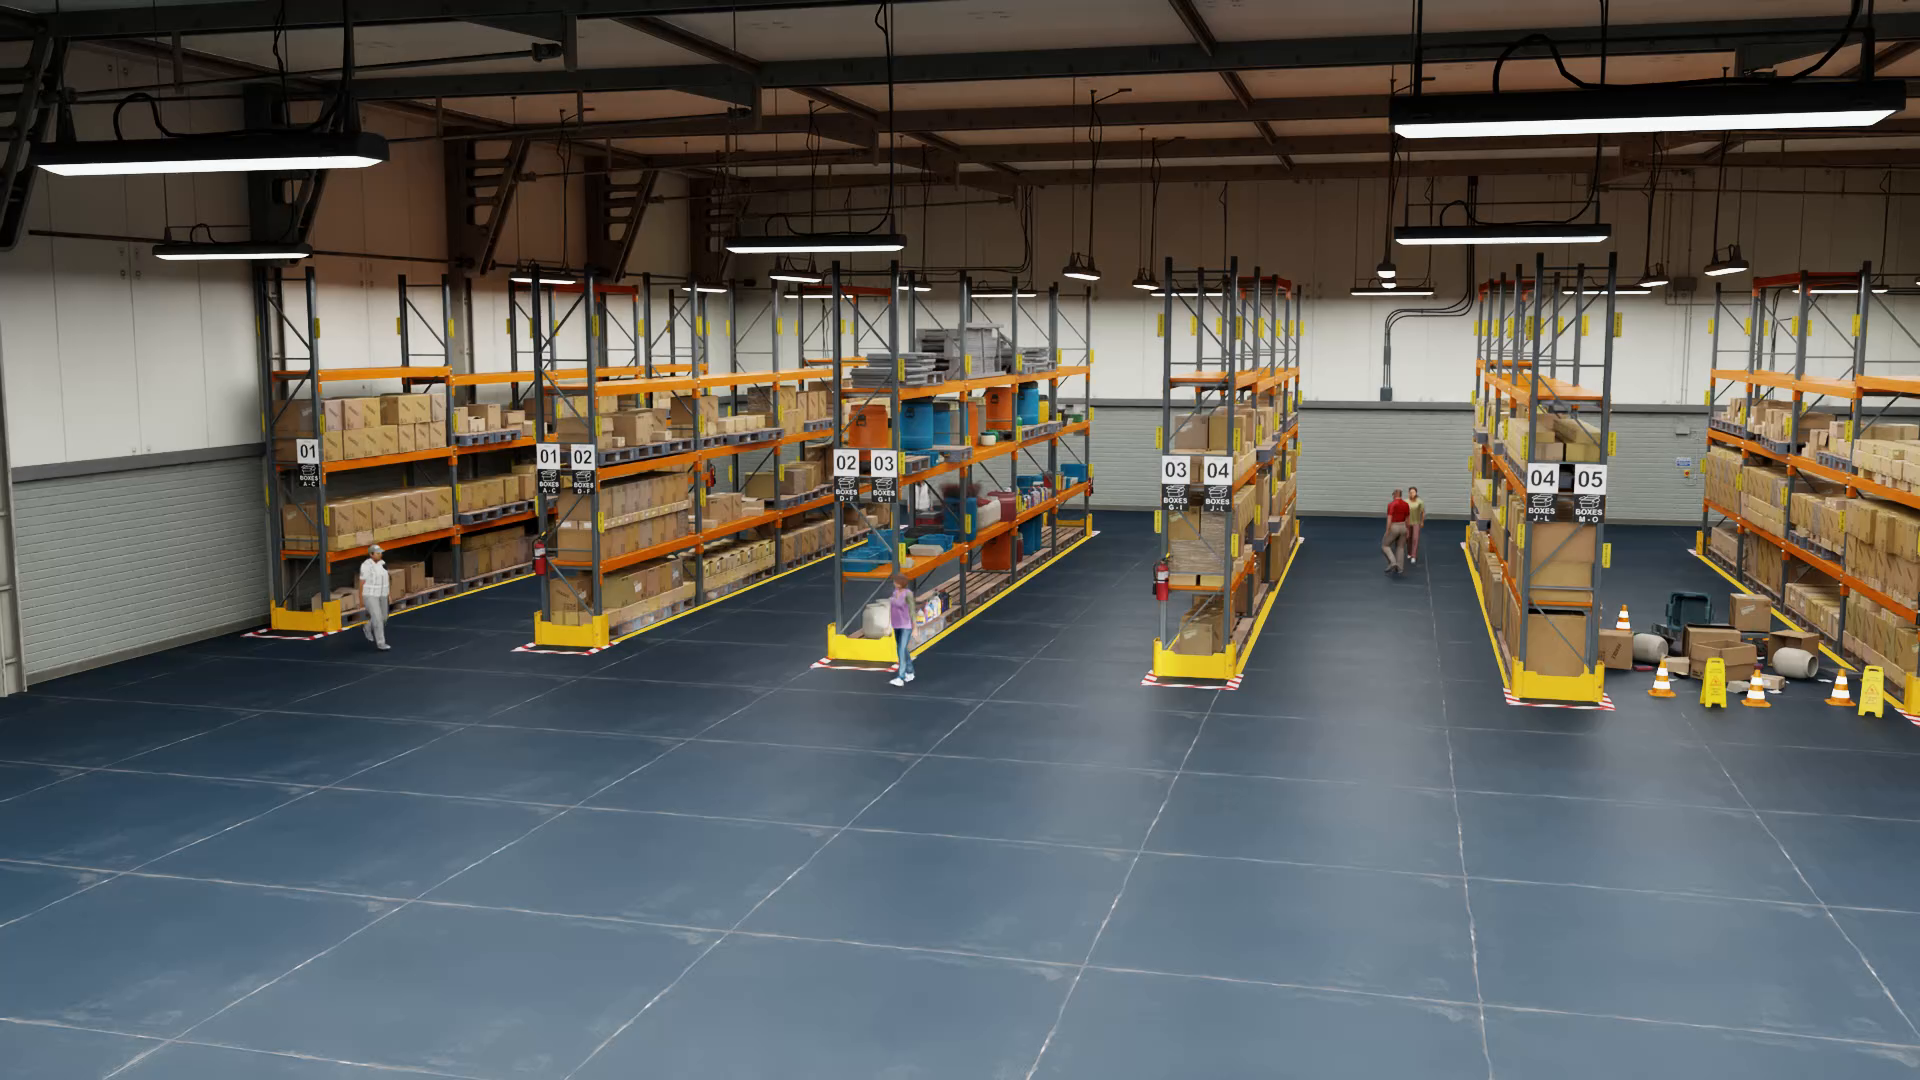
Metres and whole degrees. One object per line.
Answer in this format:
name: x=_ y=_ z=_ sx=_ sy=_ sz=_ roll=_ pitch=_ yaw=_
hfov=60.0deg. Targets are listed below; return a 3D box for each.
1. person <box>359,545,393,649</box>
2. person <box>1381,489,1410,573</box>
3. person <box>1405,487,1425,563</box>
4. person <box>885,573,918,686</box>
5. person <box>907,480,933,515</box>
person: x=-9.226 y=0.872 z=26.155 sx=0.866 sy=1.627 sz=0.503 roll=5 pitch=9 yaw=36
person: x=8.988 y=-0.184 z=34.166 sx=0.587 sy=1.726 sz=0.481 roll=-3 pitch=8 yaw=-22
person: x=9.704 y=-0.343 z=35.692 sx=0.513 sy=1.604 sz=1.060 roll=2 pitch=8 yaw=18
person: x=-0.828 y=1.248 z=23.519 sx=0.632 sy=1.580 sz=0.481 roll=-6 pitch=9 yaw=-40
person: x=-0.946 y=-0.758 z=38.654 sx=0.561 sy=1.721 sz=1.084 roll=1 pitch=7 yaw=11
